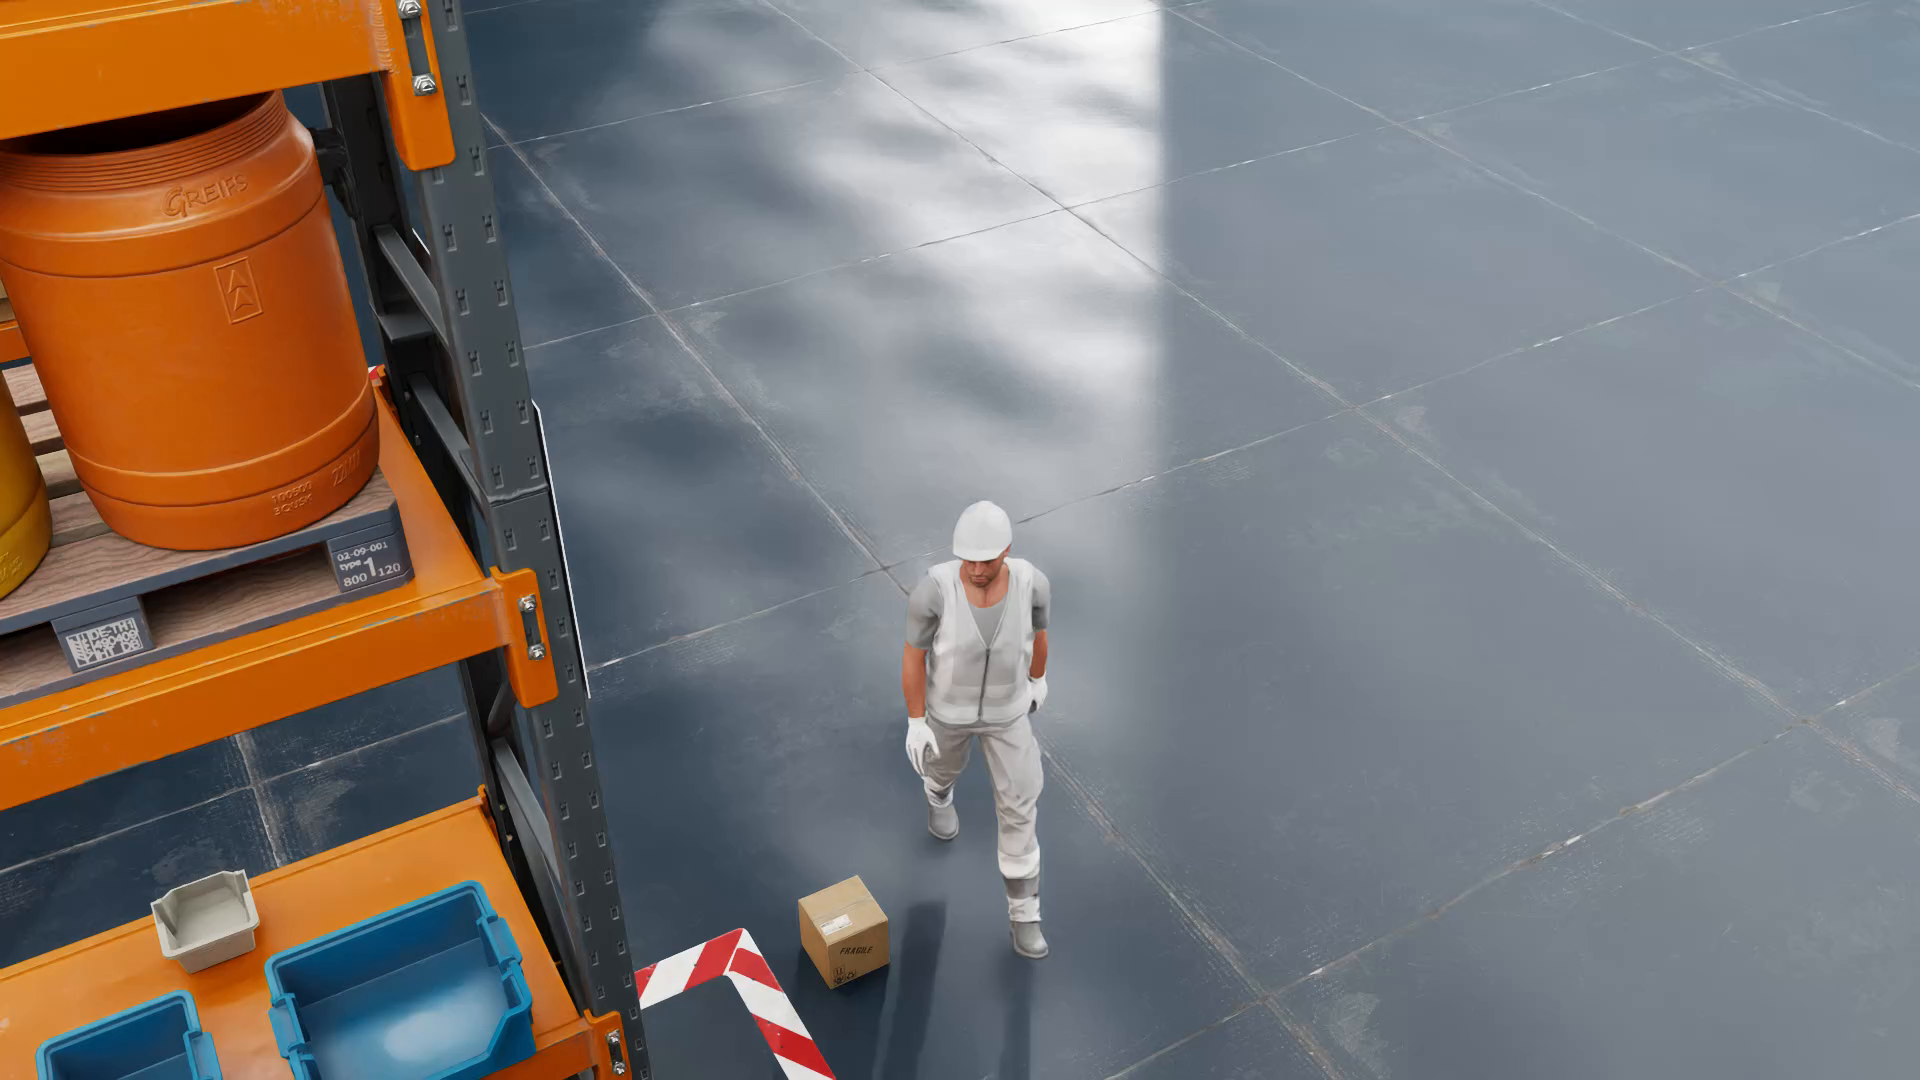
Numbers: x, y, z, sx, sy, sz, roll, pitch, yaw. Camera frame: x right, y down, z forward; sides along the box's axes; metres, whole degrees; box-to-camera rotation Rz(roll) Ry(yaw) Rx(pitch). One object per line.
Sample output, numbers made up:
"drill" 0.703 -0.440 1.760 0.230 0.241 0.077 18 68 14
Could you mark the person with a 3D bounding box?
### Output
"person" 0.077 0.658 6.033 0.563 1.736 1.008 -3 37 -4
